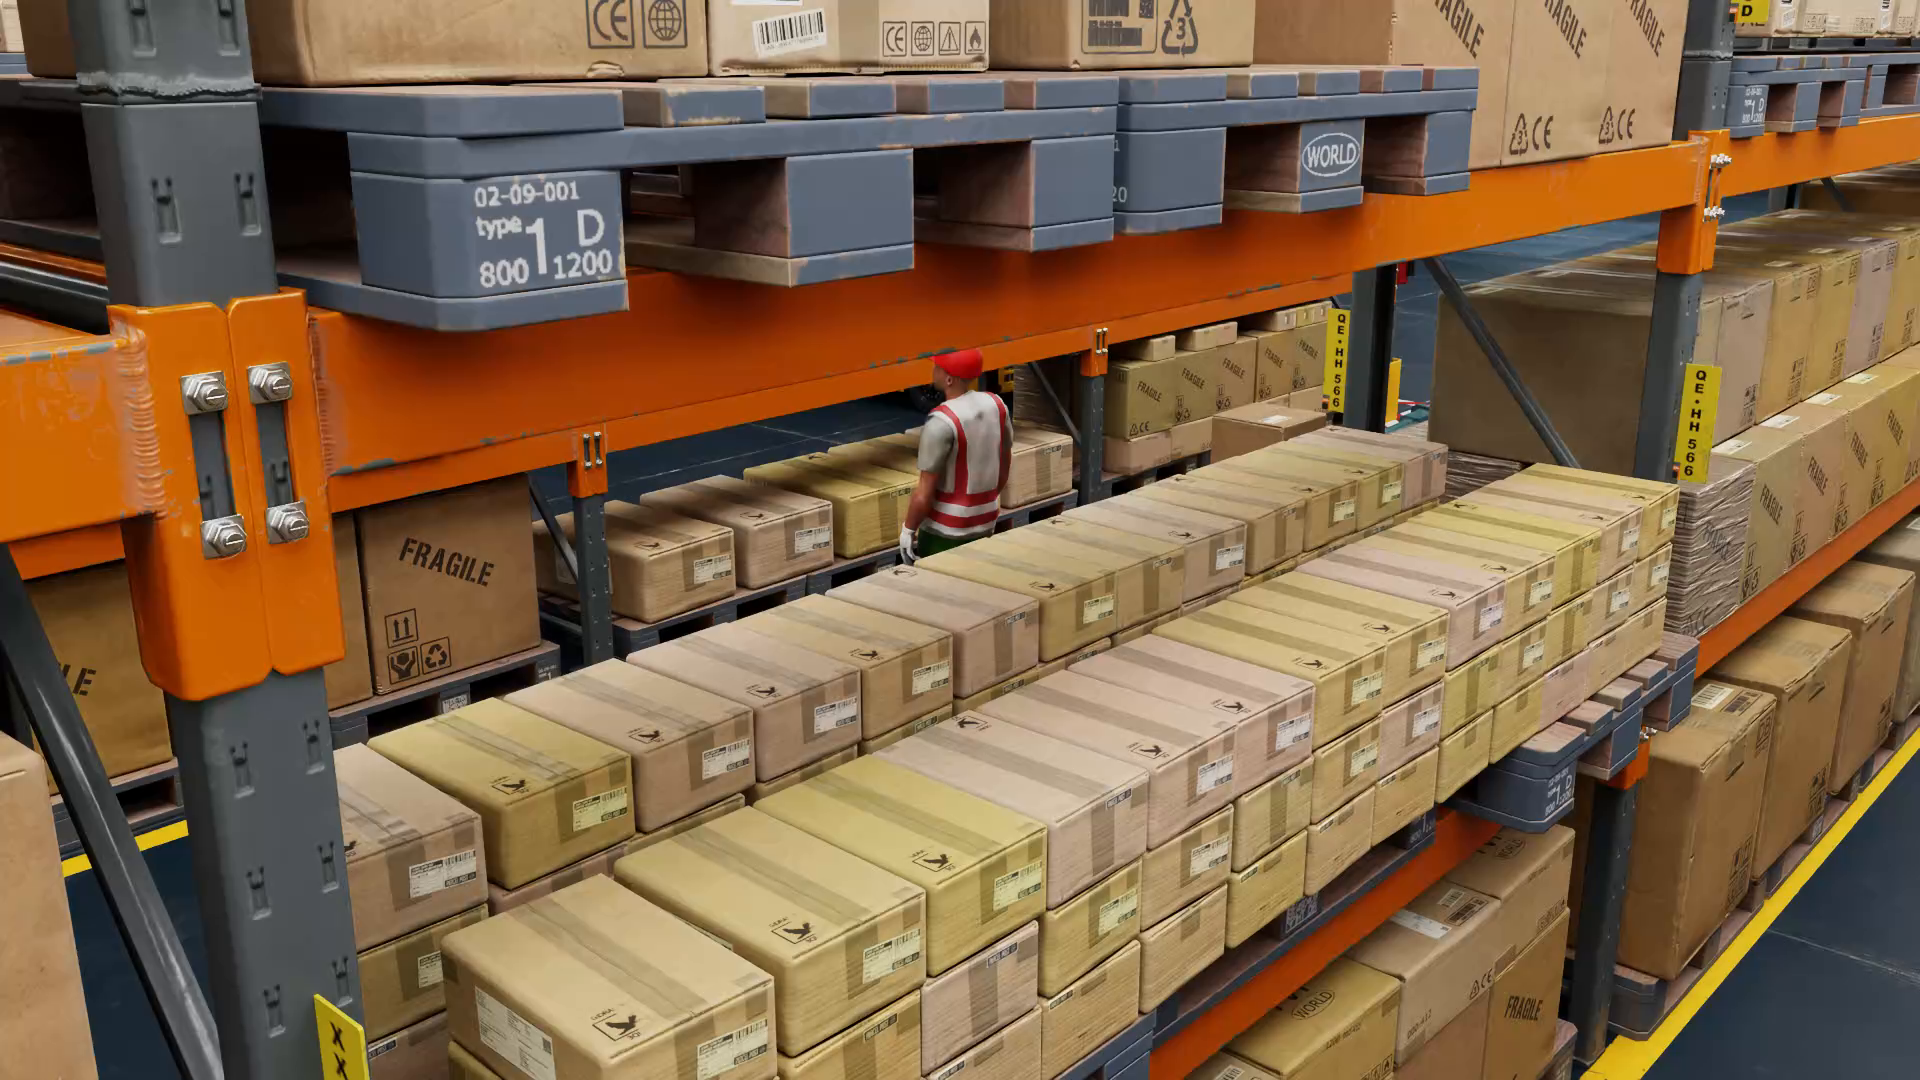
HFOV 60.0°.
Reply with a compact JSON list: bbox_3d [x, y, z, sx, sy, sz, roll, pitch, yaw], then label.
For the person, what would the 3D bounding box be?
[{"bbox_3d":[-0.078,-0.085,7.748,0.561,1.790,0.638,14,22,40],"label":"person"}]
